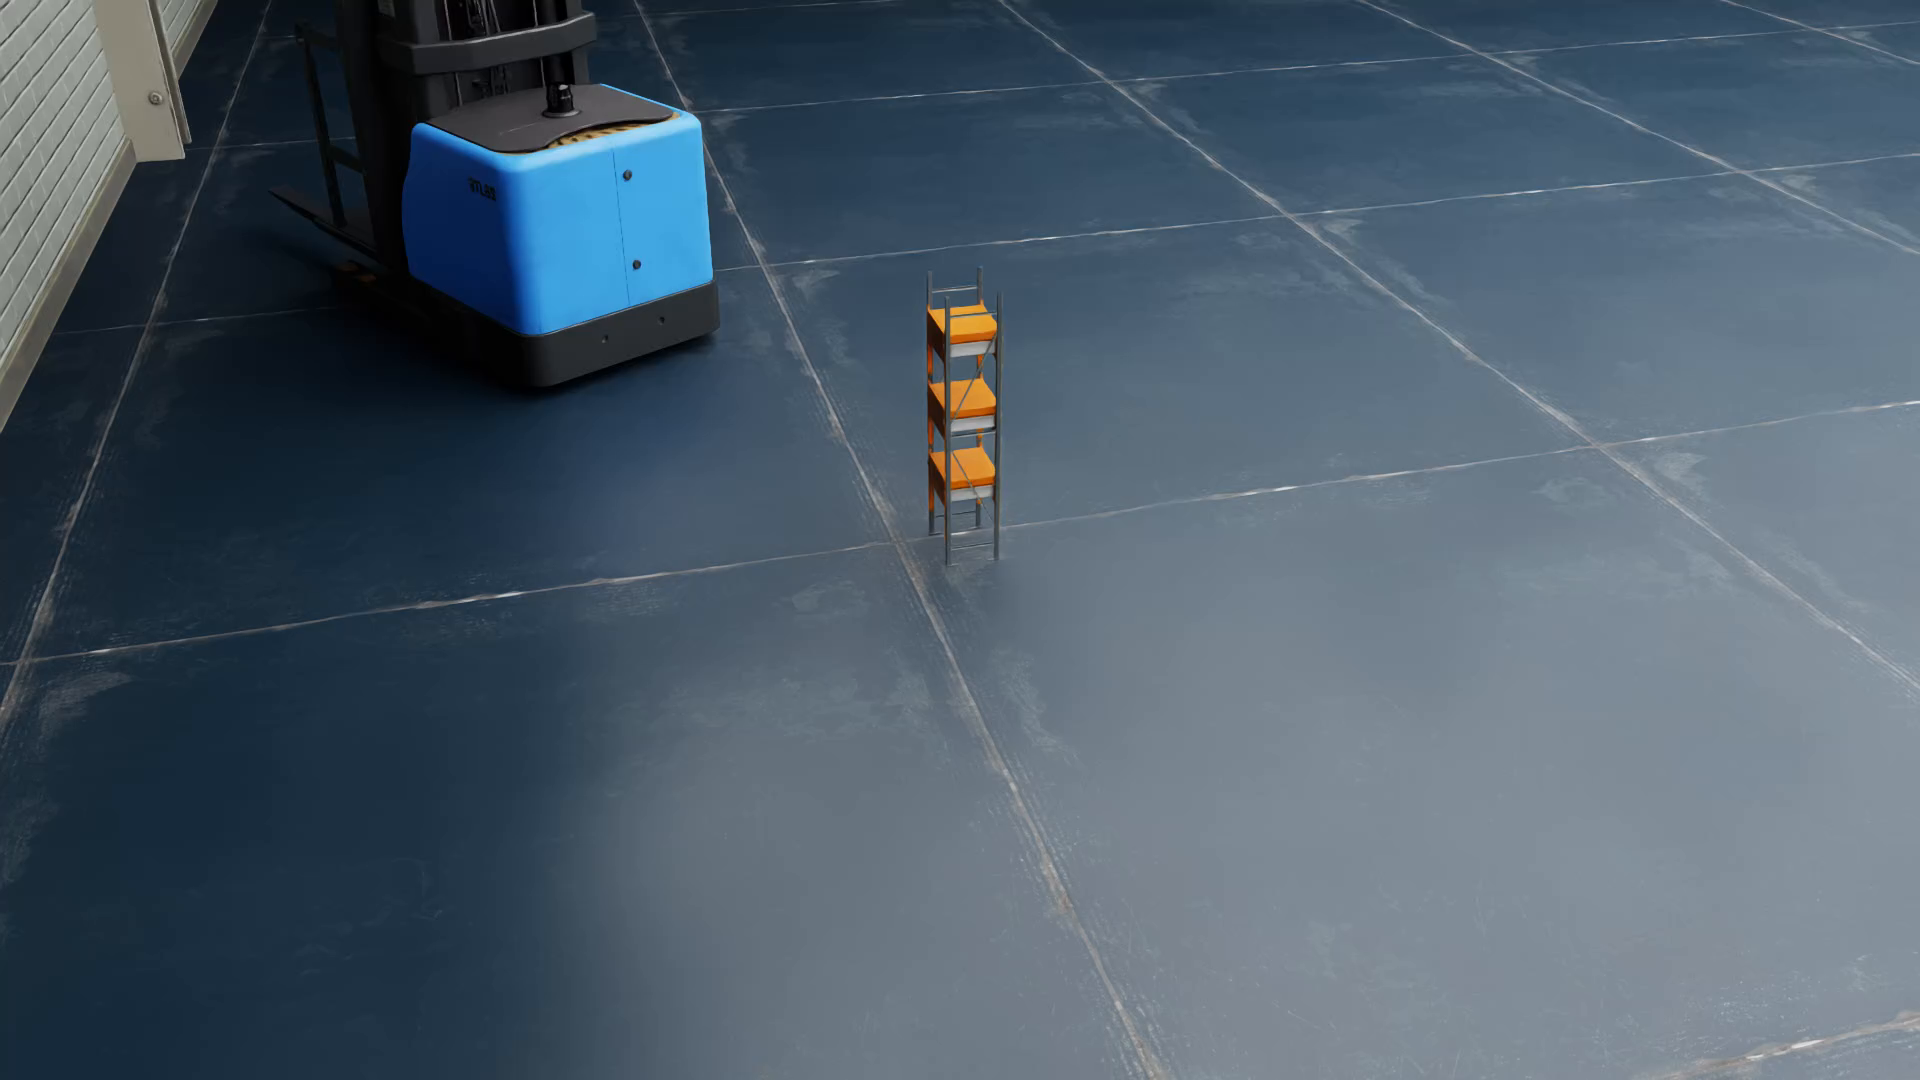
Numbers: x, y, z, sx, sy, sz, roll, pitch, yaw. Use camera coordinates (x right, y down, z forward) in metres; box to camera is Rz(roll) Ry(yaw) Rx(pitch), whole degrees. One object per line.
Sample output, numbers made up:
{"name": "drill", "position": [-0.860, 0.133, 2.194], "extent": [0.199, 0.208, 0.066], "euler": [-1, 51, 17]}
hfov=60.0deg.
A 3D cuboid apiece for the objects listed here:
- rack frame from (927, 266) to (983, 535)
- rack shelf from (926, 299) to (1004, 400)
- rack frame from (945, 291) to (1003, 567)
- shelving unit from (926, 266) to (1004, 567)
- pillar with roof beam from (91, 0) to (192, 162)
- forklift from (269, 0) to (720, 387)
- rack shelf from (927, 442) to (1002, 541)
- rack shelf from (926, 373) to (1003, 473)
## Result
{"name": "rack frame", "position": [-0.018, -0.487, 6.044], "extent": [0.200, 1.050, 0.008], "euler": [-8, 31, -13]}
{"name": "rack shelf", "position": [0.014, -0.665, 5.806], "extent": [0.215, 0.259, 0.240], "euler": [-8, 31, -13]}
{"name": "rack frame", "position": [0.047, -0.370, 5.841], "extent": [0.200, 1.050, 0.008], "euler": [-8, 31, -13]}
{"name": "shelving unit", "position": [0.014, -0.429, 5.942], "extent": [0.215, 1.050, 0.252], "euler": [-8, 31, -13]}
{"name": "pillar with roof beam", "position": [-0.880, -6.916, 9.216], "extent": [9.100, 9.000, 0.400], "euler": [-8, 31, -13]}
{"name": "forklift", "position": [-2.516, -2.580, 7.781], "extent": [1.130, 2.935, 3.031], "euler": [-26, 39, -37]}
{"name": "rack shelf", "position": [0.014, -0.179, 6.087], "extent": [0.215, 0.259, 0.240], "euler": [-8, 31, -13]}
{"name": "rack shelf", "position": [0.014, -0.419, 5.948], "extent": [0.215, 0.259, 0.240], "euler": [-8, 31, -13]}
